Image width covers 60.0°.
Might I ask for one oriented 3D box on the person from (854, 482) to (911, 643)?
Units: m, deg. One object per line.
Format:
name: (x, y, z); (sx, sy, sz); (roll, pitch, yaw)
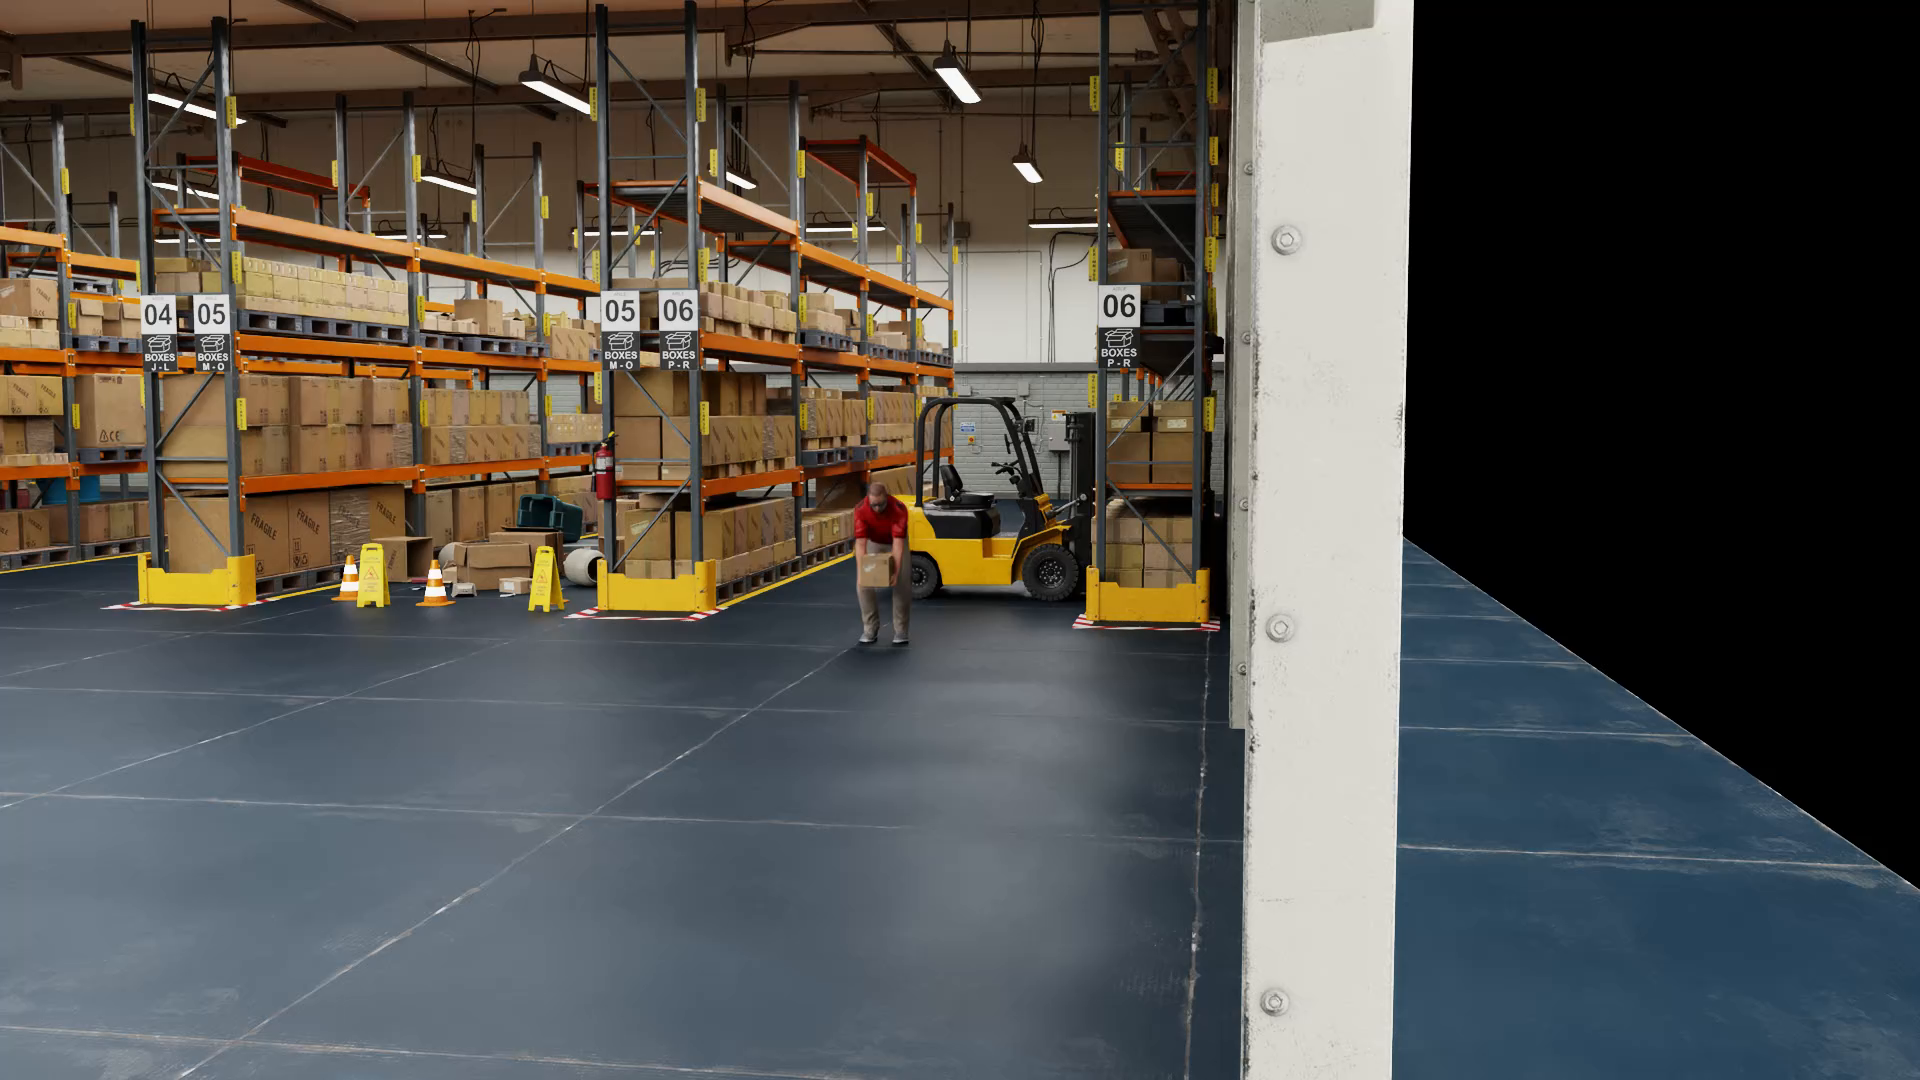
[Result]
person: (-0.673, 0.197, 14.298); (0.491, 1.412, 0.844); (1, 4, 7)
